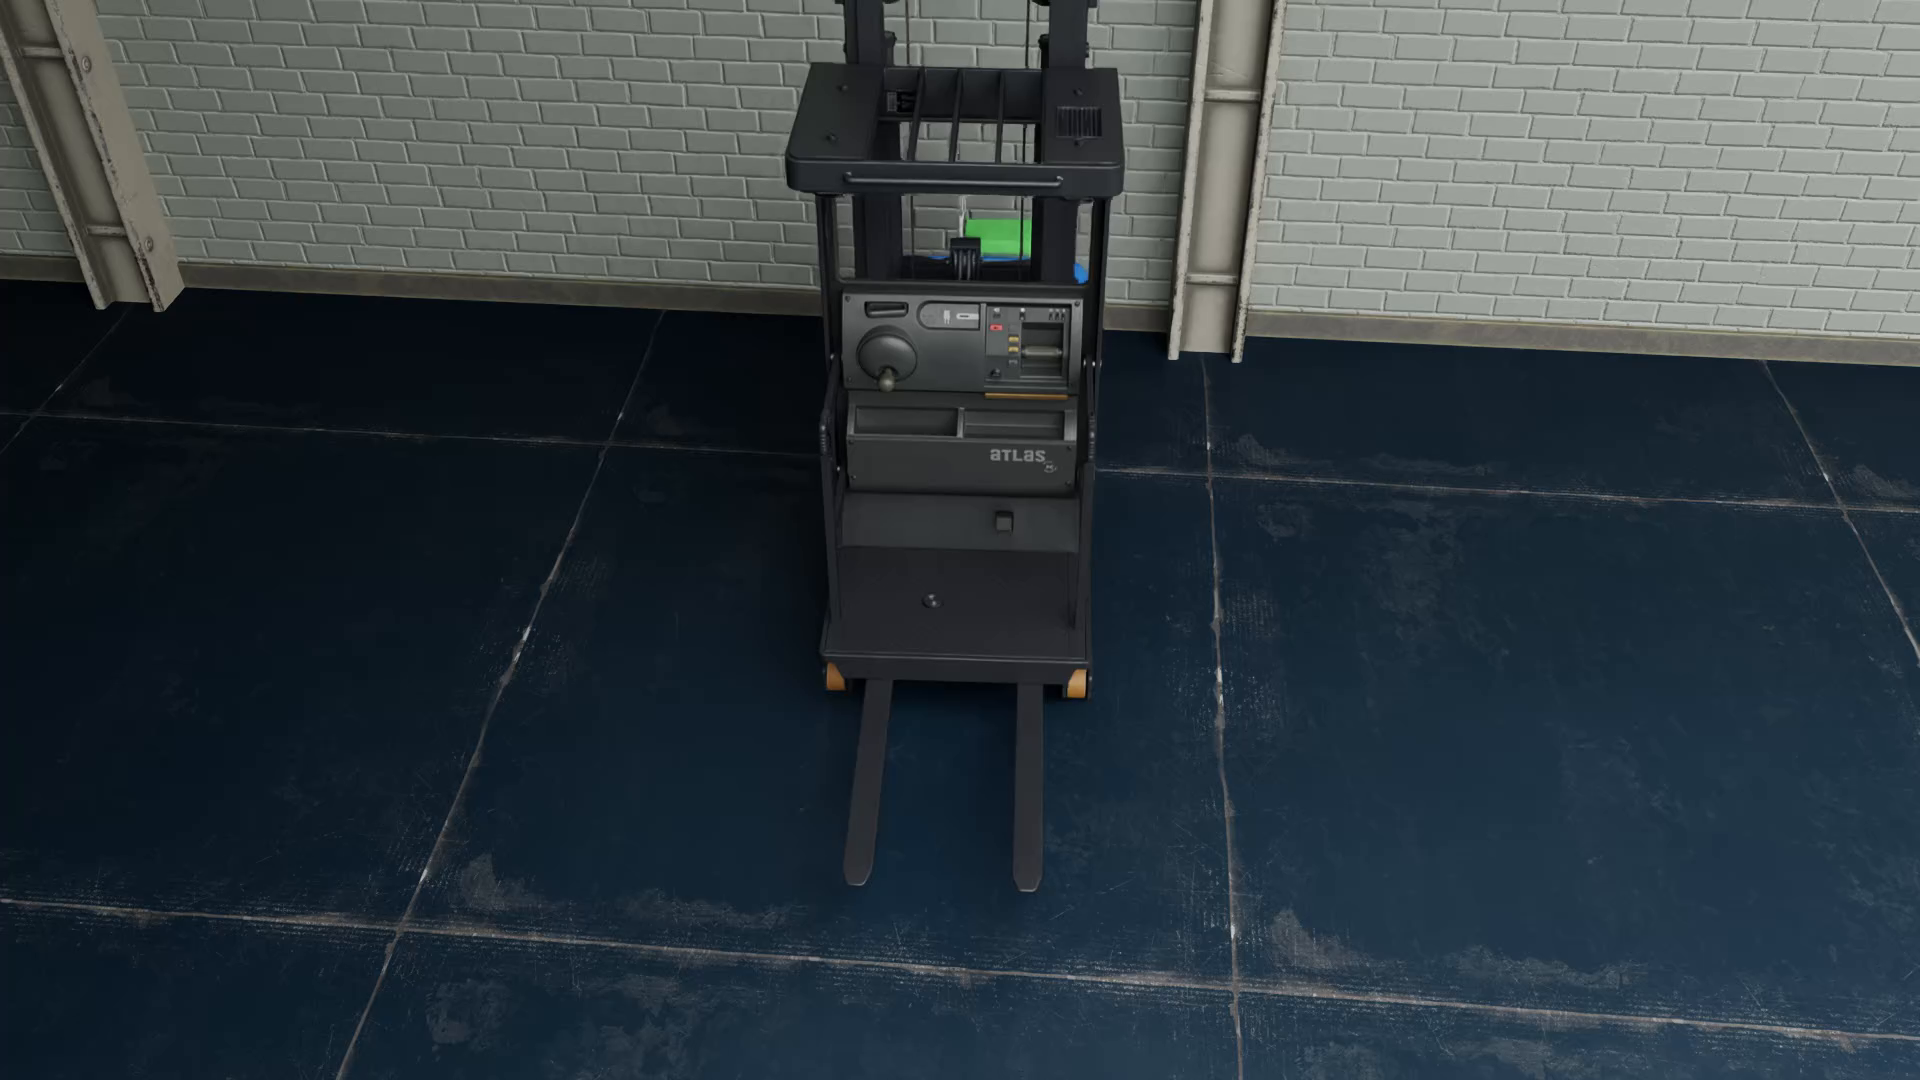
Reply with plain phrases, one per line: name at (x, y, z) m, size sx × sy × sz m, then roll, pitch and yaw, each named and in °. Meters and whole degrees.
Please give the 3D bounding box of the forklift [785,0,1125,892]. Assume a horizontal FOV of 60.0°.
forklift at (0.000, -0.687, 6.273) m, size 1.130 × 2.935 × 3.031 m, roll 2°, pitch 39°, yaw 2°

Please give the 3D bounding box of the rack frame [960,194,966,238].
rack frame at (0.012, -1.088, 8.127) m, size 0.015 × 1.200 × 0.240 m, roll 2°, pitch 37°, yaw 3°

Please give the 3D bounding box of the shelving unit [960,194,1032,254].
shelving unit at (0.255, -1.079, 8.116) m, size 0.503 × 1.200 × 0.258 m, roll 2°, pitch 37°, yaw 3°

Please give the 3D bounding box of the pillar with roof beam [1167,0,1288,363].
pillar with roof beam at (0.955, -1.841, 2.884) m, size 0.400 × 9.000 × 9.100 m, roll 3°, pitch 39°, yaw 4°

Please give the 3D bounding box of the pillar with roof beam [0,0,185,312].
pillar with roof beam at (-5.023, -2.168, 3.285) m, size 0.400 × 9.000 × 9.100 m, roll 3°, pitch 39°, yaw 4°

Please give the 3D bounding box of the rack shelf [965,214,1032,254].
rack shelf at (0.256, -1.413, 7.868) m, size 0.480 × 0.148 × 0.258 m, roll 2°, pitch 37°, yaw 3°
